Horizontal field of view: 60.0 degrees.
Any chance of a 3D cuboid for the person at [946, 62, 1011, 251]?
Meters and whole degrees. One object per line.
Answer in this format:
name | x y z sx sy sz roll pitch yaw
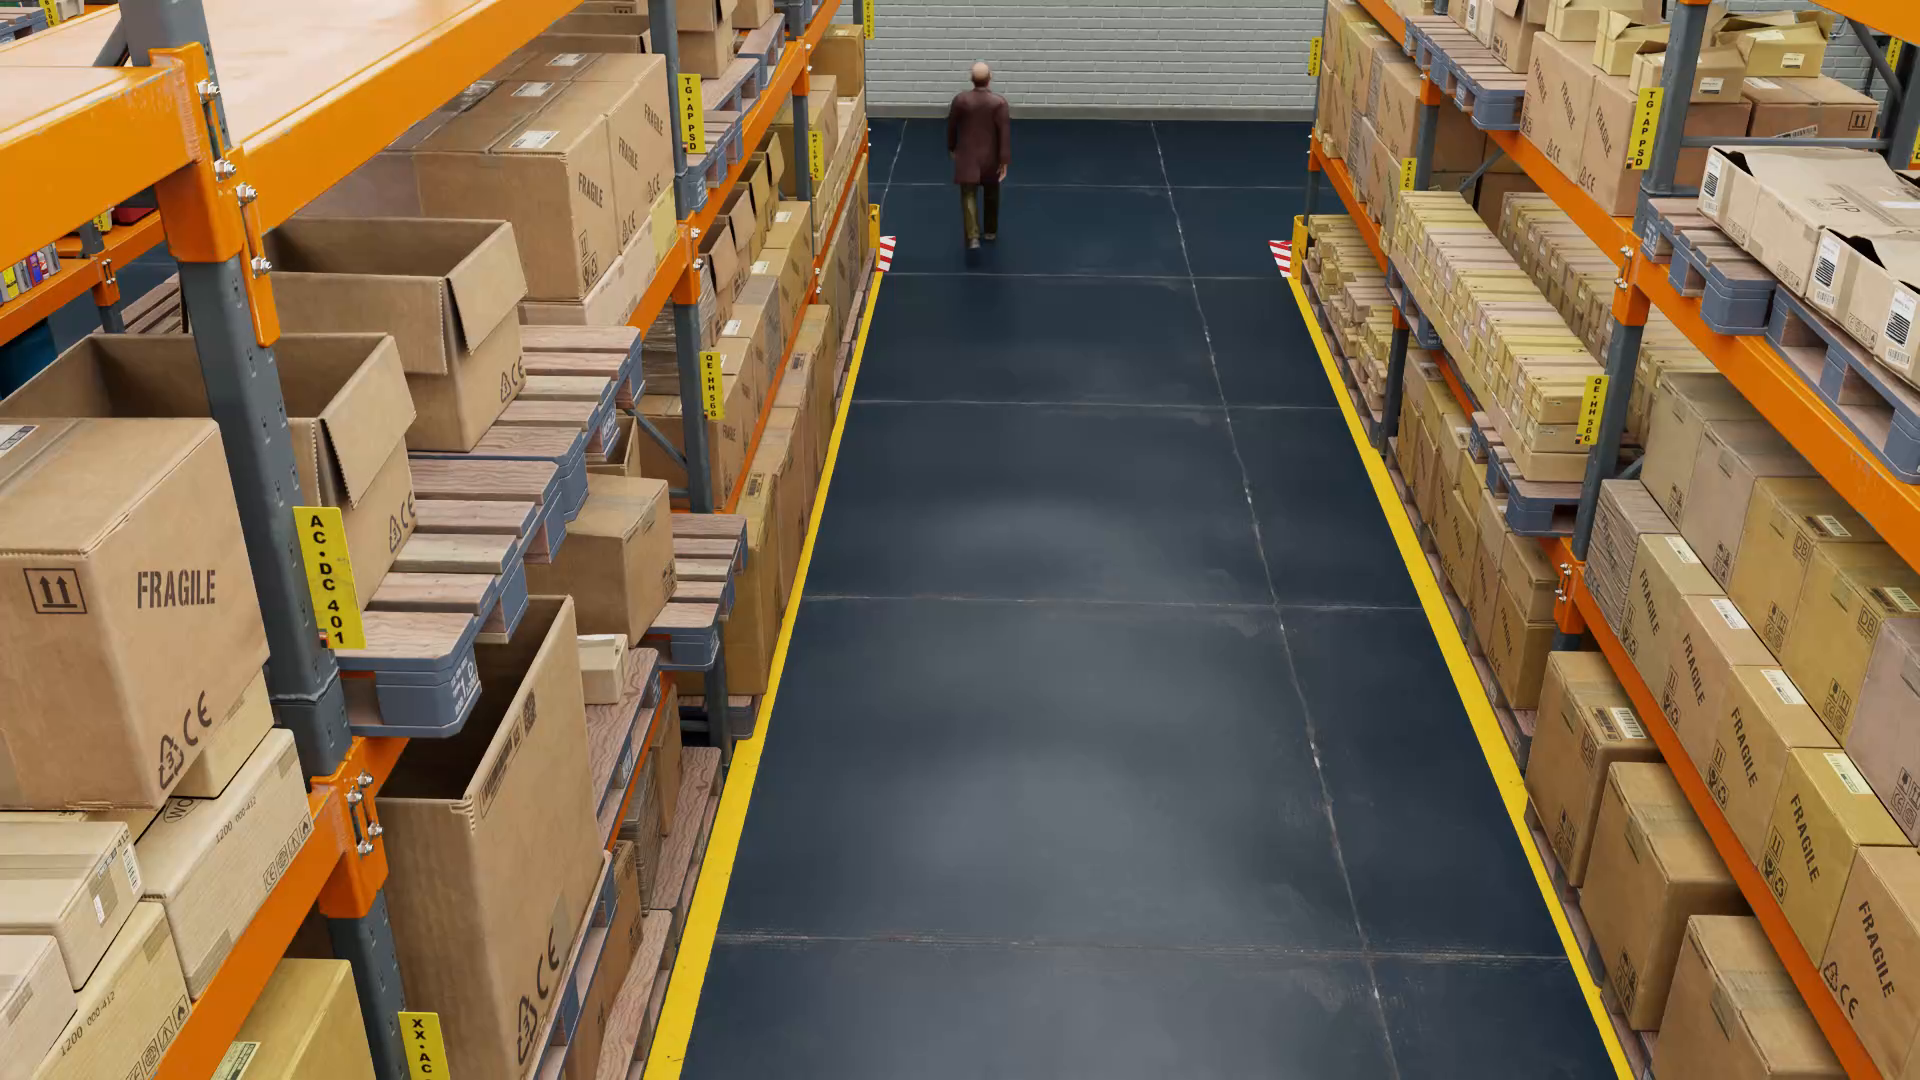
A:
person | 0.171 -3.574 15.495 0.603 1.733 1.102 0 28 0
